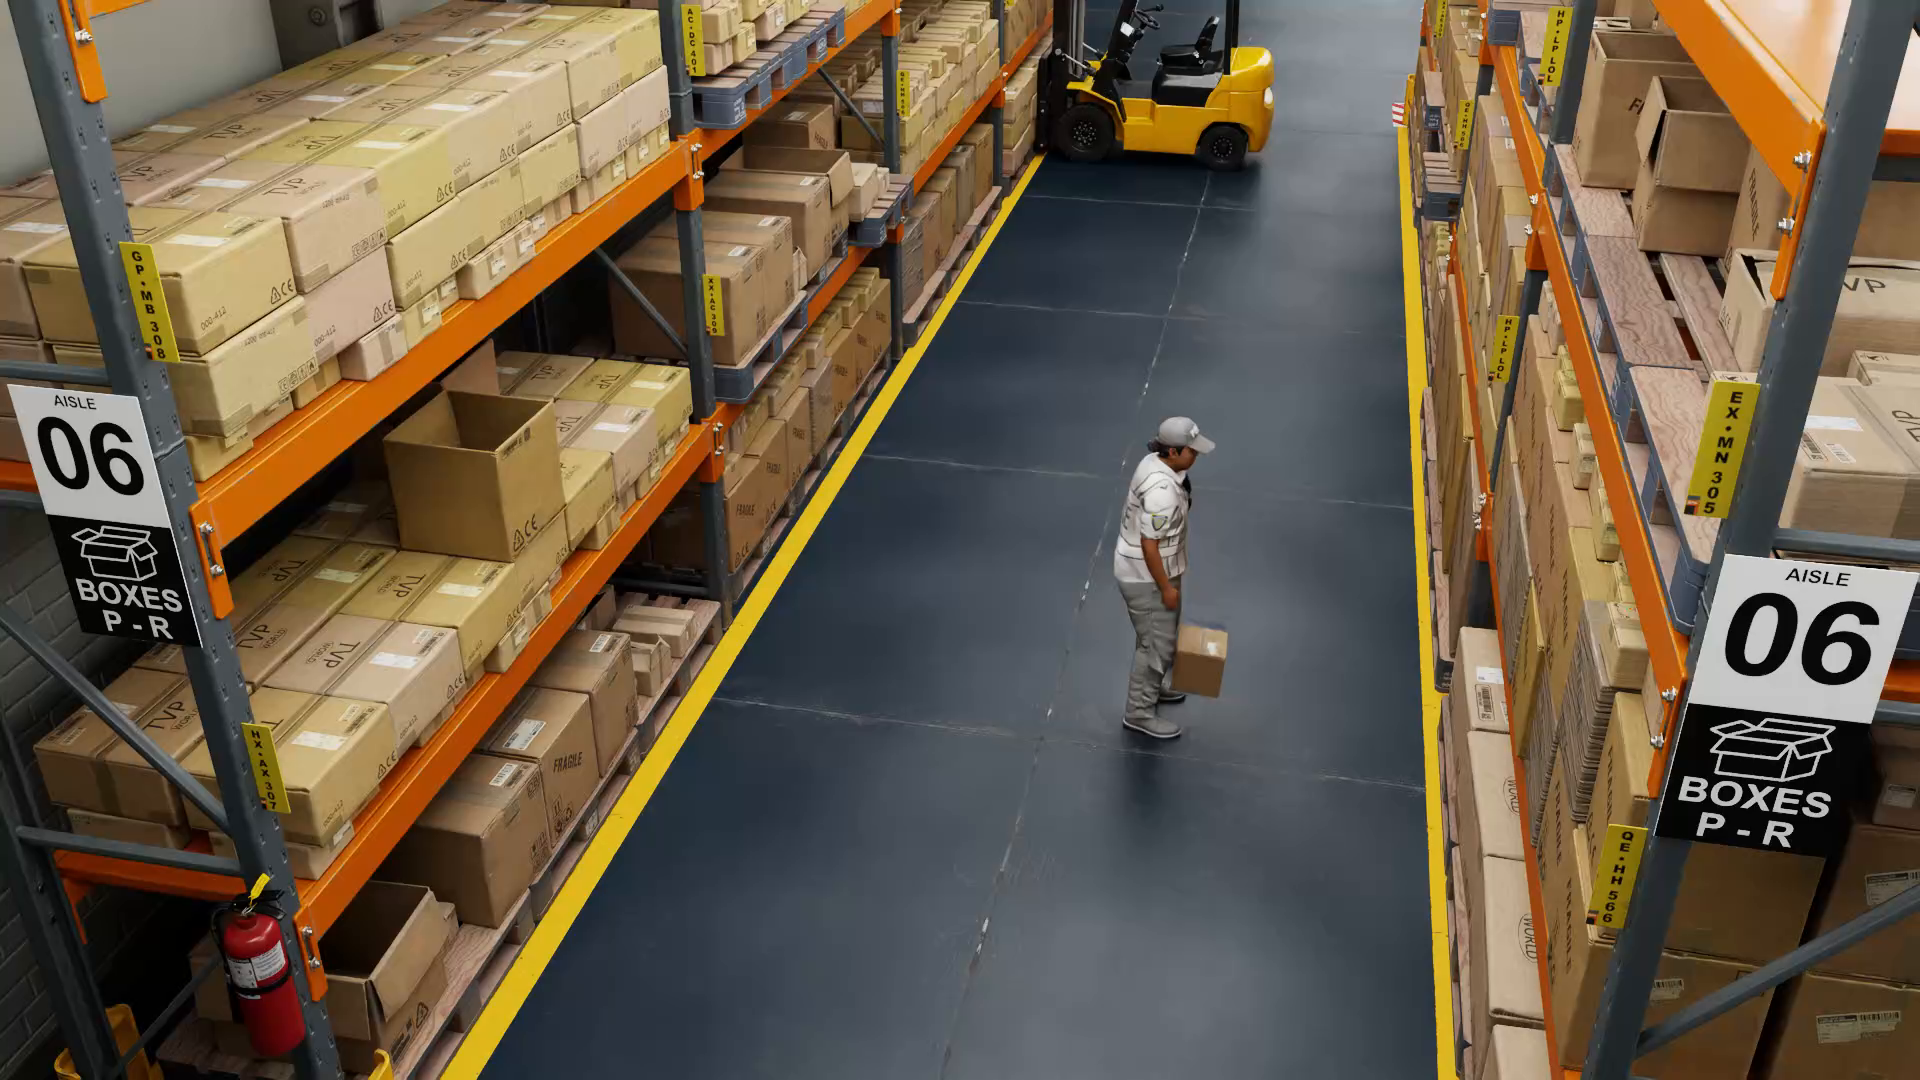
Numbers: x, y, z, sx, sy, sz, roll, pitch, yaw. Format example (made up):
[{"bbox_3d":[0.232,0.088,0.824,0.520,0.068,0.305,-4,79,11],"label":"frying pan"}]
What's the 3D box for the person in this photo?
[{"bbox_3d":[0.996,0.158,8.318,0.451,1.668,0.532,5,29,9],"label":"person"}]
